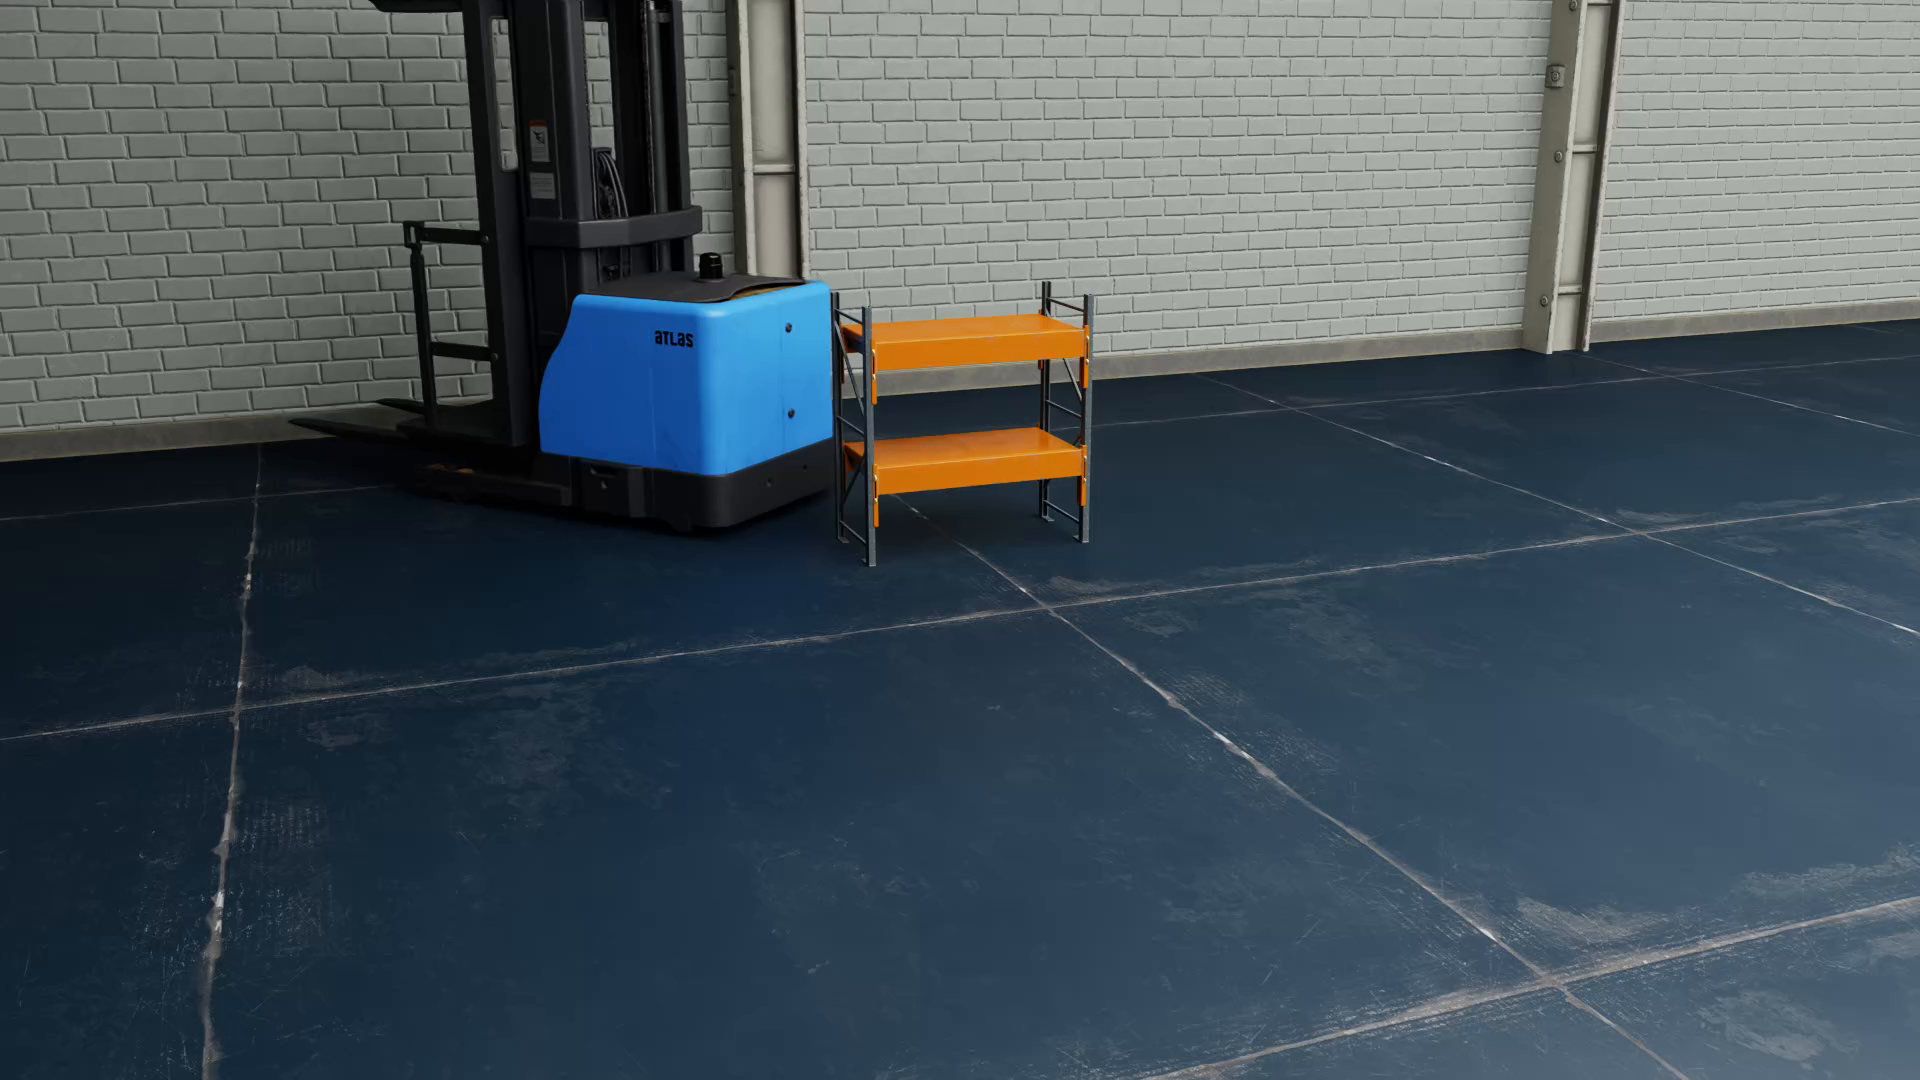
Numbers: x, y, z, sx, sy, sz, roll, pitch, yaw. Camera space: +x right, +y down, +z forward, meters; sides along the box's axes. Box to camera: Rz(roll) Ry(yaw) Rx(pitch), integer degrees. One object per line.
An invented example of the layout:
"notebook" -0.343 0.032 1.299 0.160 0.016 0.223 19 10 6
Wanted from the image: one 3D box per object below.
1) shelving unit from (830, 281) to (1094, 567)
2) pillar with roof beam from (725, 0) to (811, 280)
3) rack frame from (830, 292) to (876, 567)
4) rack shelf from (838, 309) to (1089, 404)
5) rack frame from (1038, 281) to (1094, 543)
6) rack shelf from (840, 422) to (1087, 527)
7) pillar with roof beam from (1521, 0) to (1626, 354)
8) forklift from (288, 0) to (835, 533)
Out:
"shelving unit" 0.006 -0.540 7.442 1.048 1.125 0.538 -6 17 -20
"pillar with roof beam" 0.395 -4.013 5.293 0.400 9.000 9.100 -6 17 -20
"rack frame" -0.468 -0.489 7.268 0.032 1.125 0.500 -6 17 -20
"rack shelf" 0.006 -0.821 7.360 1.000 0.278 0.538 -6 17 -20
"rack frame" 0.481 -0.592 7.617 0.032 1.125 0.500 -6 17 -20
"rack shelf" 0.006 -0.306 7.511 1.000 0.278 0.538 -6 17 -20
"pillar with roof beam" 5.998 -4.618 7.353 0.400 9.000 9.100 -6 17 -20
"forklift" -2.150 -1.716 8.238 3.031 2.935 1.130 9 18 27
